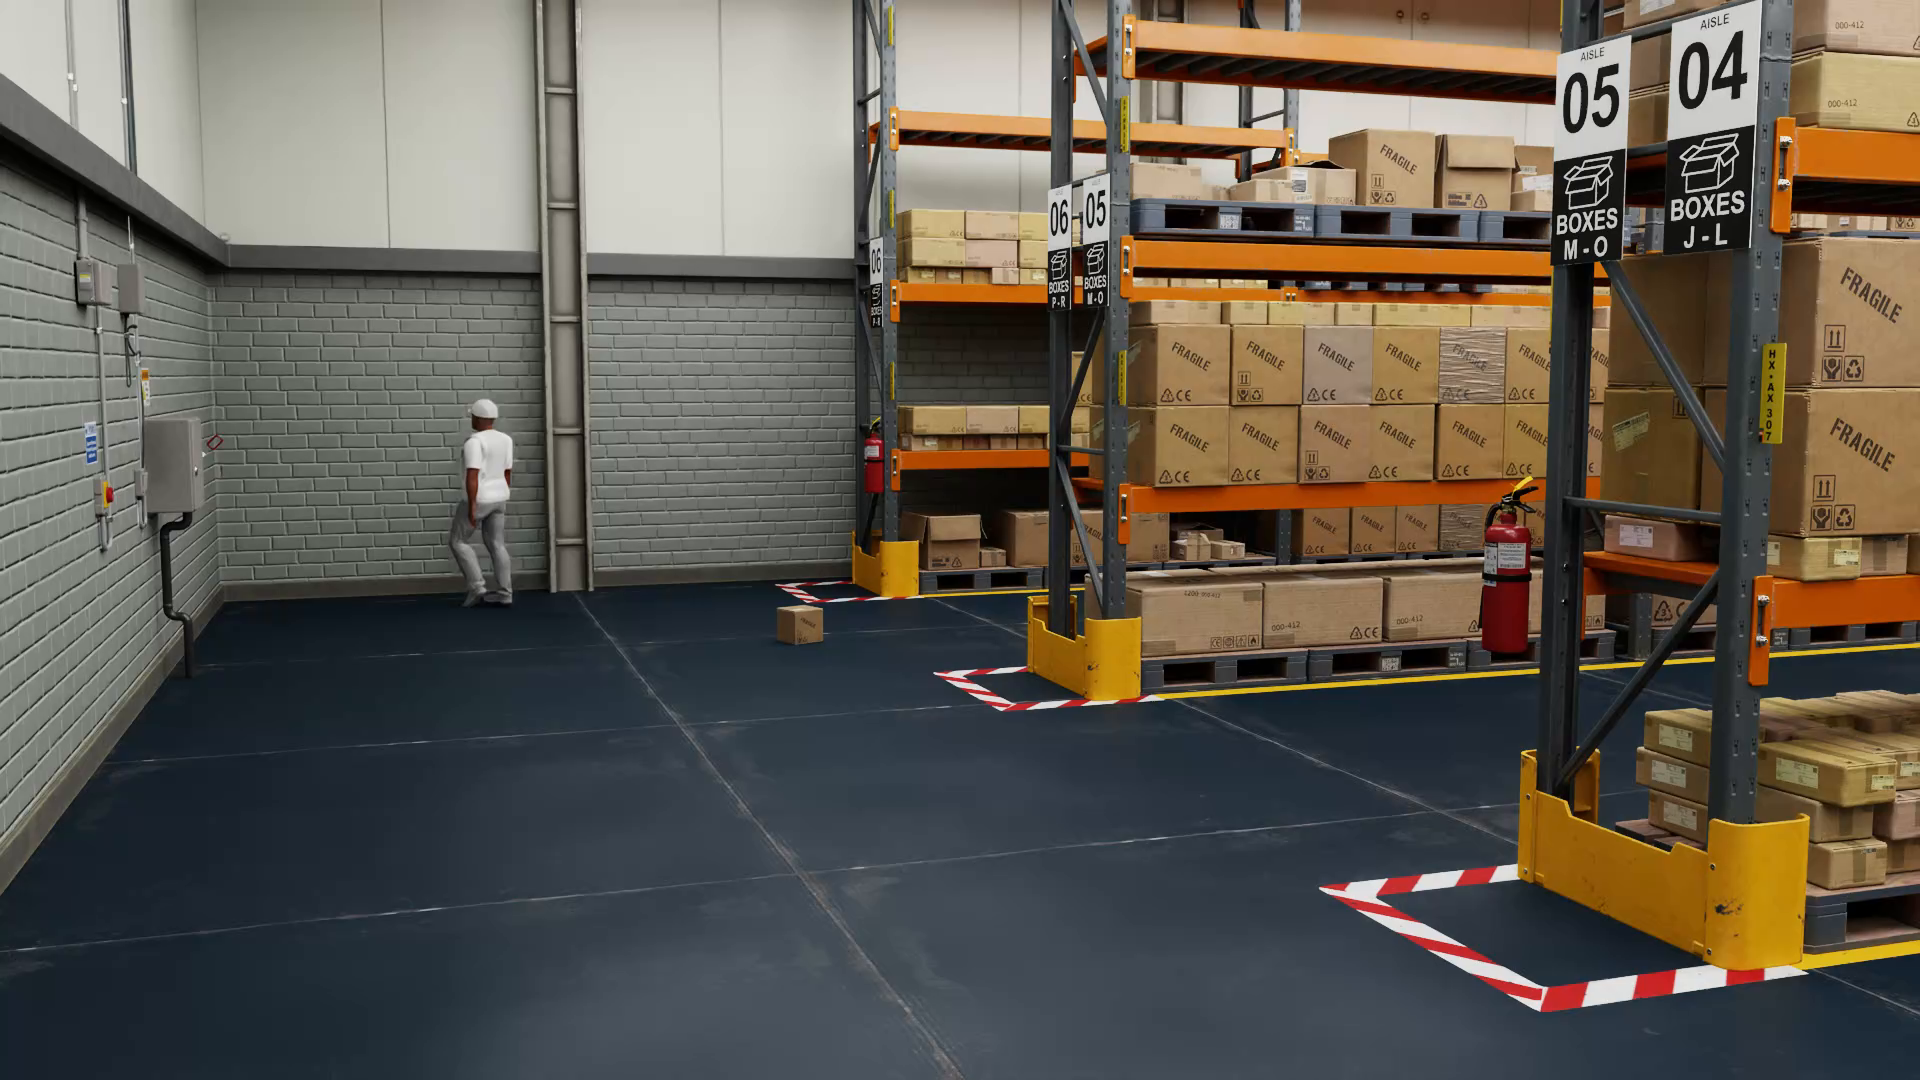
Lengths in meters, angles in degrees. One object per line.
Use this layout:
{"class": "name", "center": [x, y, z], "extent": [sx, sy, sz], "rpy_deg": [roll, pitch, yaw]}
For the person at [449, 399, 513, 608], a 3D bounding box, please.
{"class": "person", "center": [-4.080, -0.298, 14.260], "extent": [0.513, 1.818, 0.587], "rpy_deg": [3, 7, 29]}
